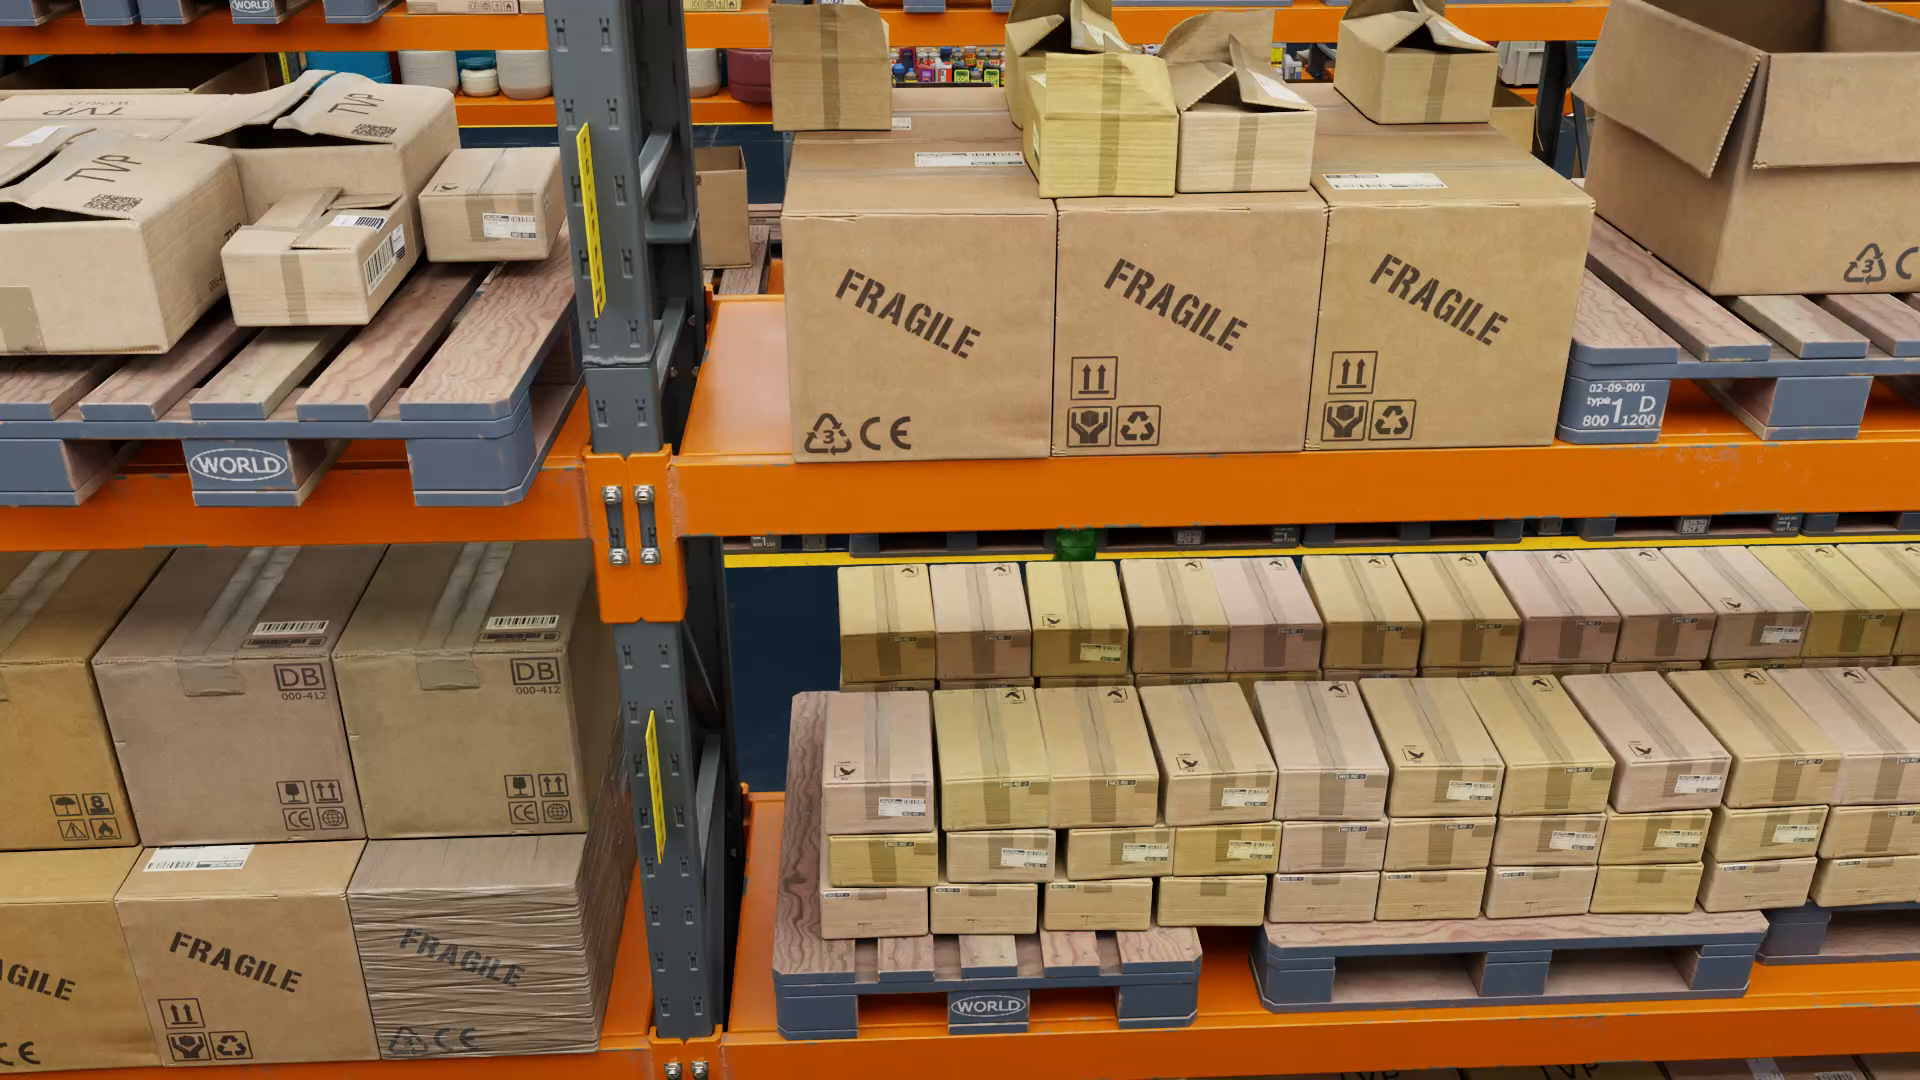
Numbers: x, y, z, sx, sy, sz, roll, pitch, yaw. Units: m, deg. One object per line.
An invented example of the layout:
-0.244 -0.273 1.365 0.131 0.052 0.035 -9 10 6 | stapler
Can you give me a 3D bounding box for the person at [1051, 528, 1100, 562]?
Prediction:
0.504 -0.232 7.559 0.344 1.785 0.527 -1 27 -2 | person
